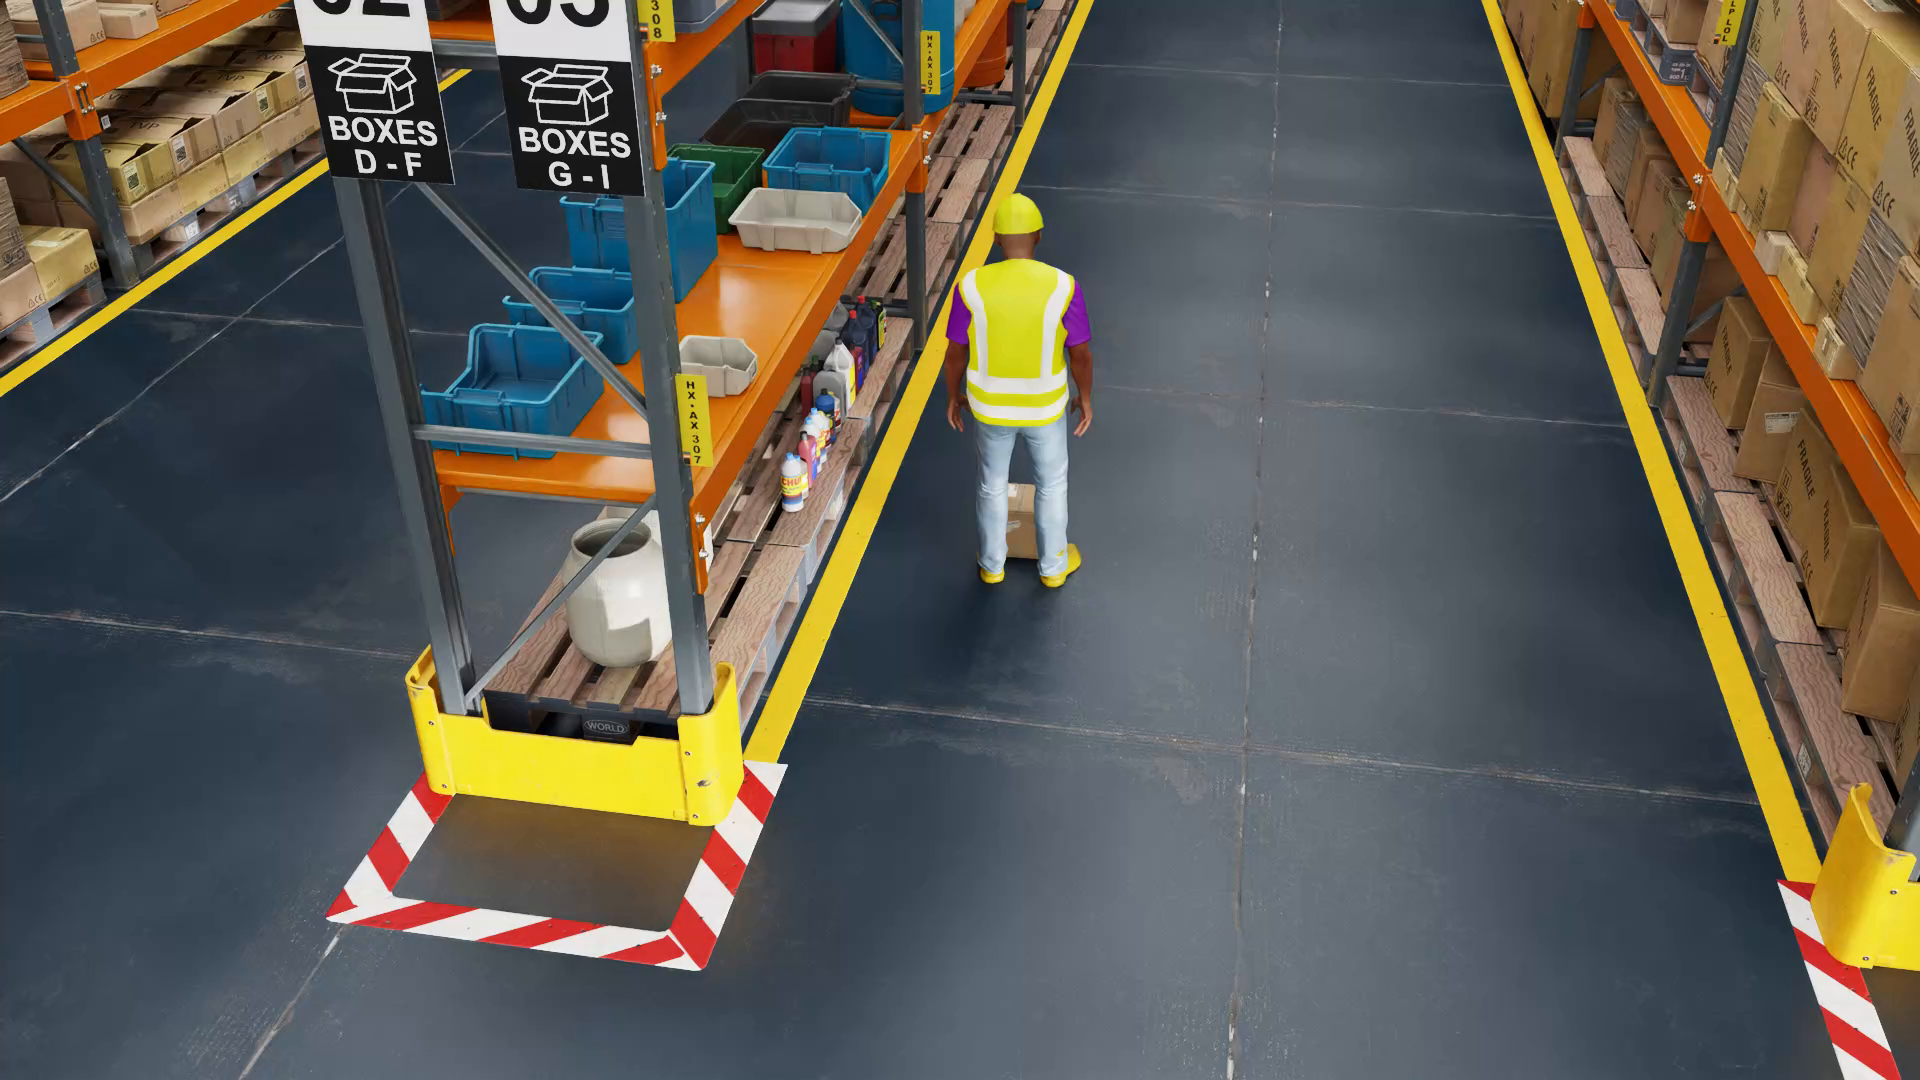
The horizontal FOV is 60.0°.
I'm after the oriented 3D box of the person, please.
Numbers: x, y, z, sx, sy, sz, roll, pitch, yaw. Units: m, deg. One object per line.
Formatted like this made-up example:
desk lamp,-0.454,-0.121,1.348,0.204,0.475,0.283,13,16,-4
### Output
person,0.251,-0.606,7.083,0.629,1.759,0.461,4,32,6
